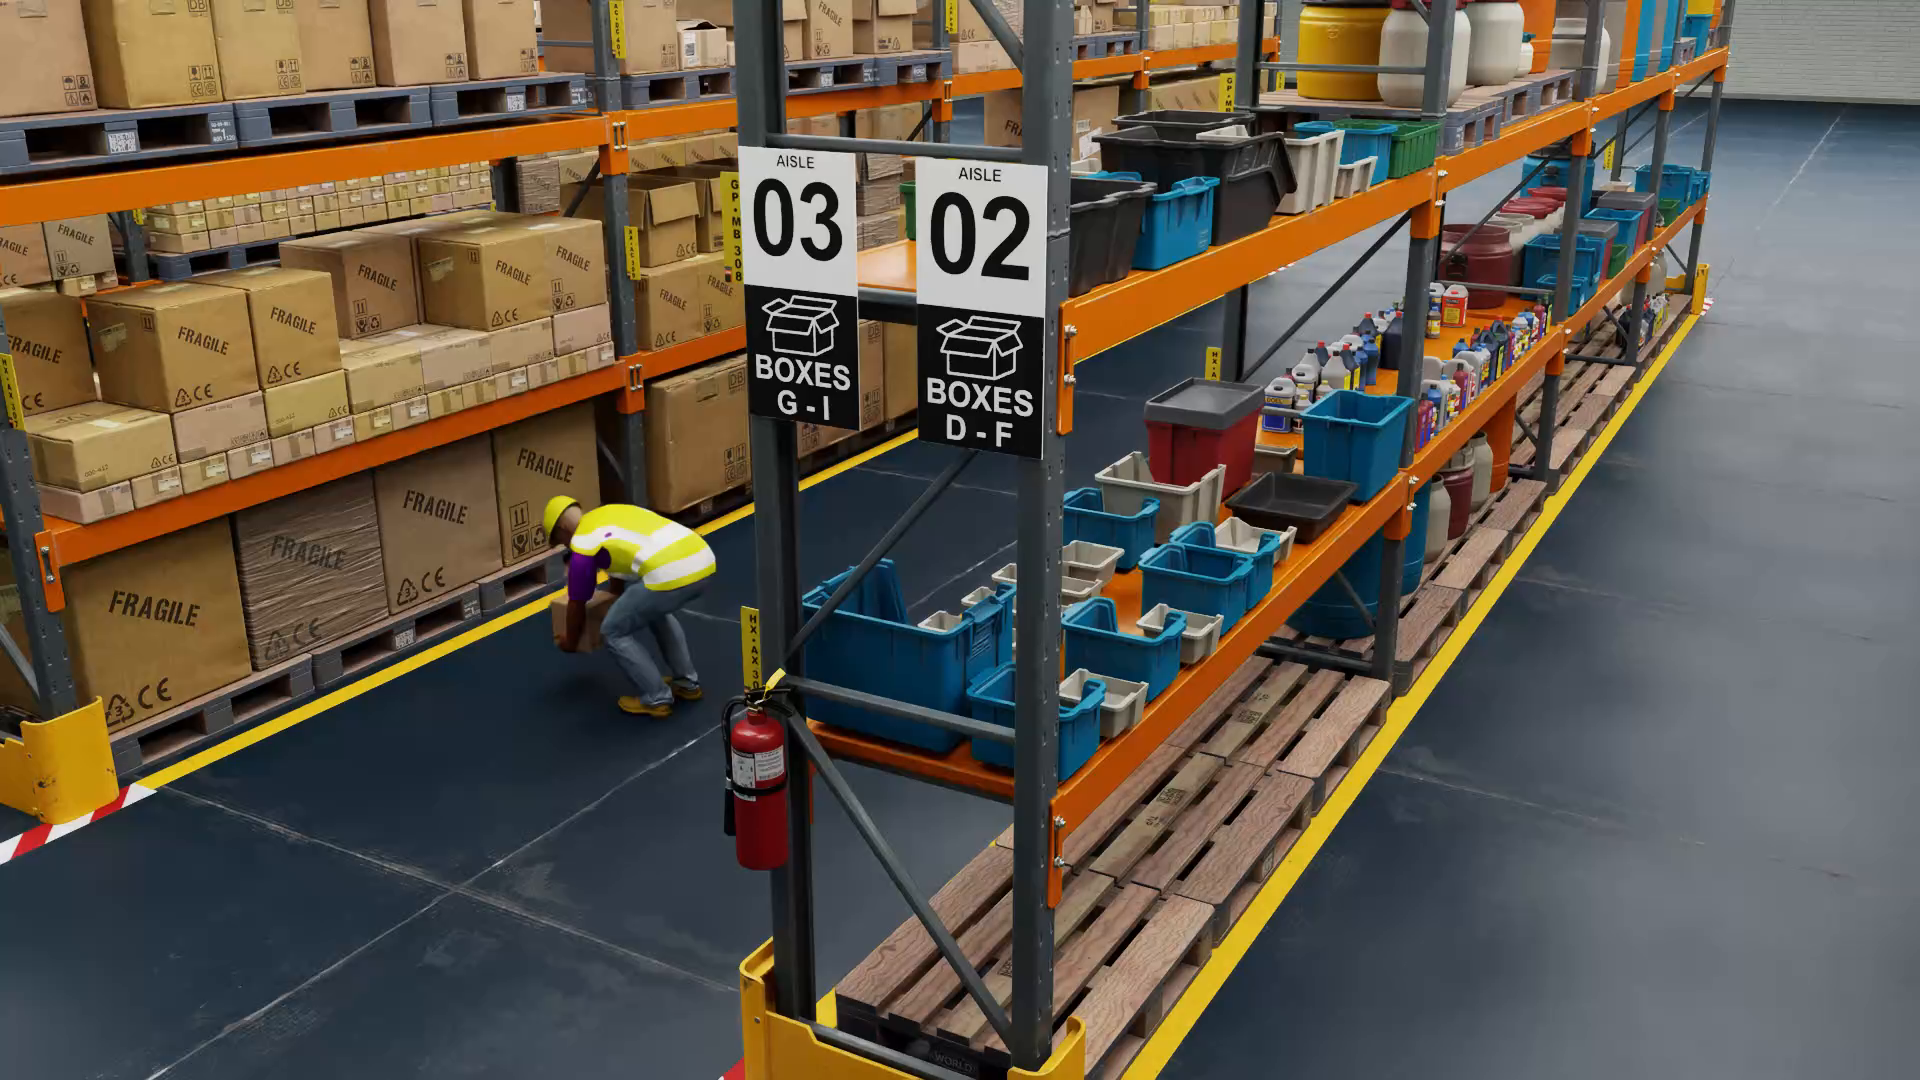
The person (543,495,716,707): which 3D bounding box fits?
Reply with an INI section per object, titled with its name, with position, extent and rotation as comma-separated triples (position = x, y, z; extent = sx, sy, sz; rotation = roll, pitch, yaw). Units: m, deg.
[person]
position = -1.731, 0.301, 8.636
extent = 0.967, 1.001, 0.515
rotation = 9, 21, 25
